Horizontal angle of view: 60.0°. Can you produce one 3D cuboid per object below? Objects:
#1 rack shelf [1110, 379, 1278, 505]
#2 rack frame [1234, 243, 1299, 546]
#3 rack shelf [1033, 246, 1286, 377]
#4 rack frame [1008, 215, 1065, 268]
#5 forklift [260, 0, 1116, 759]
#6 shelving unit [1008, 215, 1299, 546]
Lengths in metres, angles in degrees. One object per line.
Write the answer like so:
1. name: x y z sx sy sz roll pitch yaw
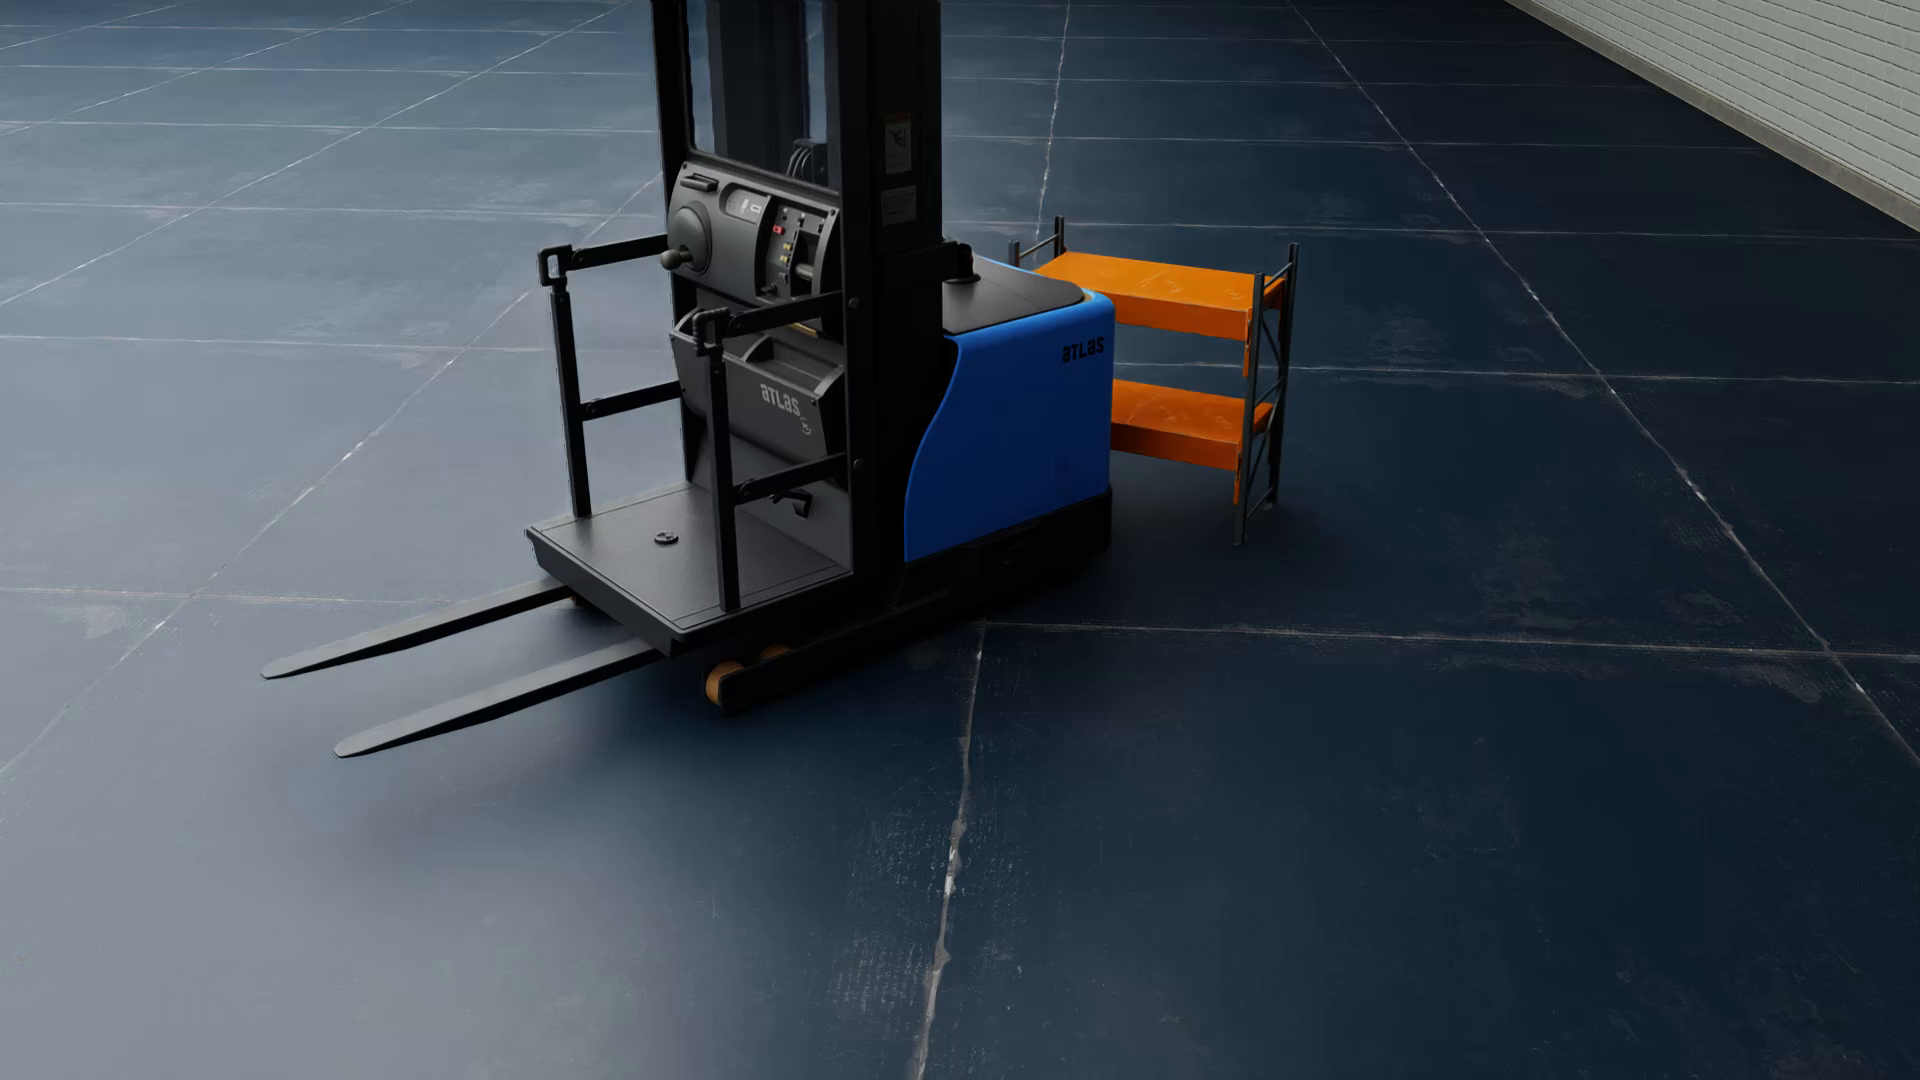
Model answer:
1. rack shelf: 0.774 -0.454 6.975 1.000 0.278 0.538 12 27 24
2. rack frame: 1.229 -0.581 6.667 0.032 1.125 0.500 12 27 24
3. rack shelf: 0.774 -0.942 6.750 1.000 0.278 0.538 12 27 24
4. rack frame: 0.318 -0.770 7.079 0.032 1.125 0.500 12 27 24
5. forklift: -0.862 -1.010 5.438 3.031 2.935 1.130 -19 31 -36
6. shelving unit: 0.774 -0.676 6.873 1.048 1.125 0.538 12 27 24
